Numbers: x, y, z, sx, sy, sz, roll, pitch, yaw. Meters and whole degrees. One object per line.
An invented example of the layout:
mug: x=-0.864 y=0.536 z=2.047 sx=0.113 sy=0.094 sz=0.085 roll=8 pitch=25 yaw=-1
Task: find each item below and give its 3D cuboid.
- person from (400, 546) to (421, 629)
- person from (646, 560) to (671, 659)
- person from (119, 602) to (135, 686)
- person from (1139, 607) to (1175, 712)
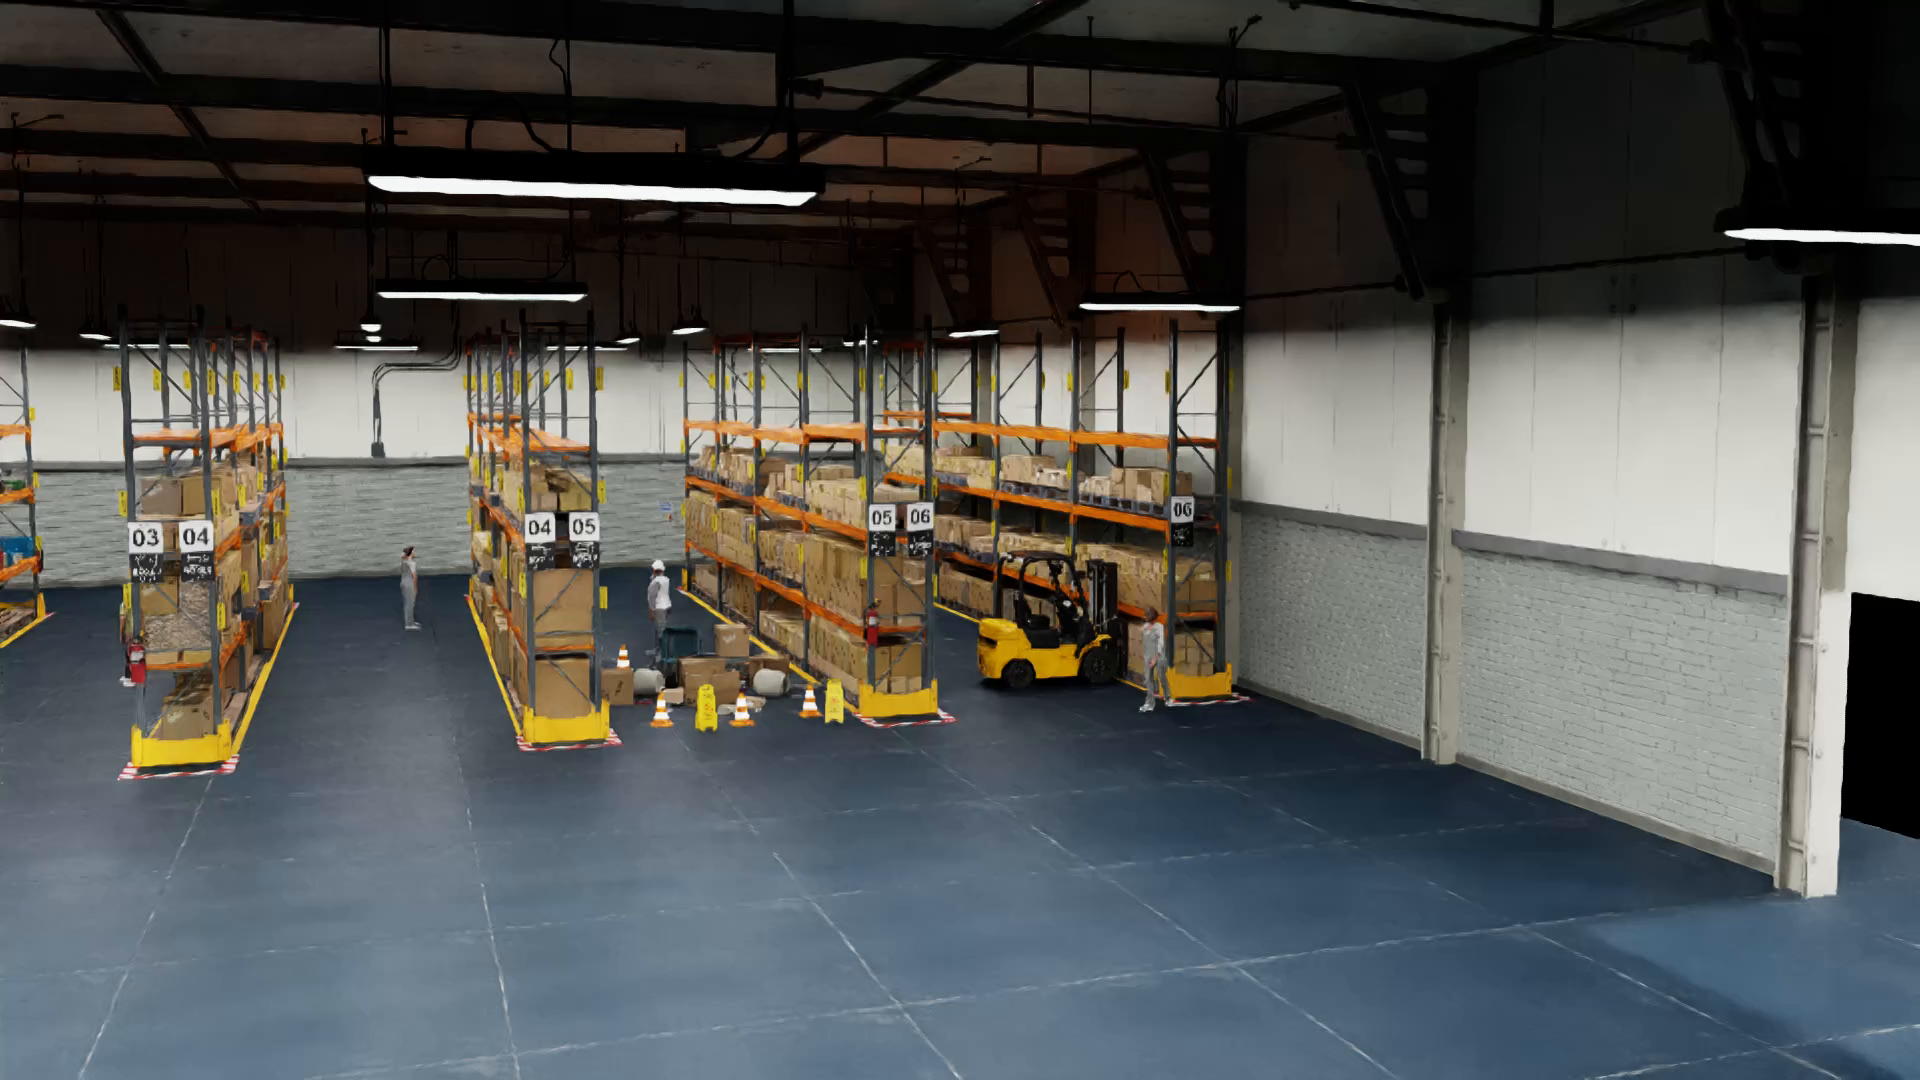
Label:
person: x=-11.136 y=0.950 z=33.769 sx=0.540 sy=1.679 sz=0.449 roll=5 pitch=7 yaw=41
person: x=-5.485 y=1.246 z=30.160 sx=0.574 sy=1.768 sz=0.626 roll=1 pitch=6 yaw=11
person: x=-13.723 y=1.551 z=27.477 sx=0.564 sy=1.666 sz=0.560 roll=1 pitch=5 yaw=9
person: x=3.003 y=1.808 z=25.403 sx=0.444 sy=1.586 sz=0.638 roll=5 pitch=7 yaw=43
